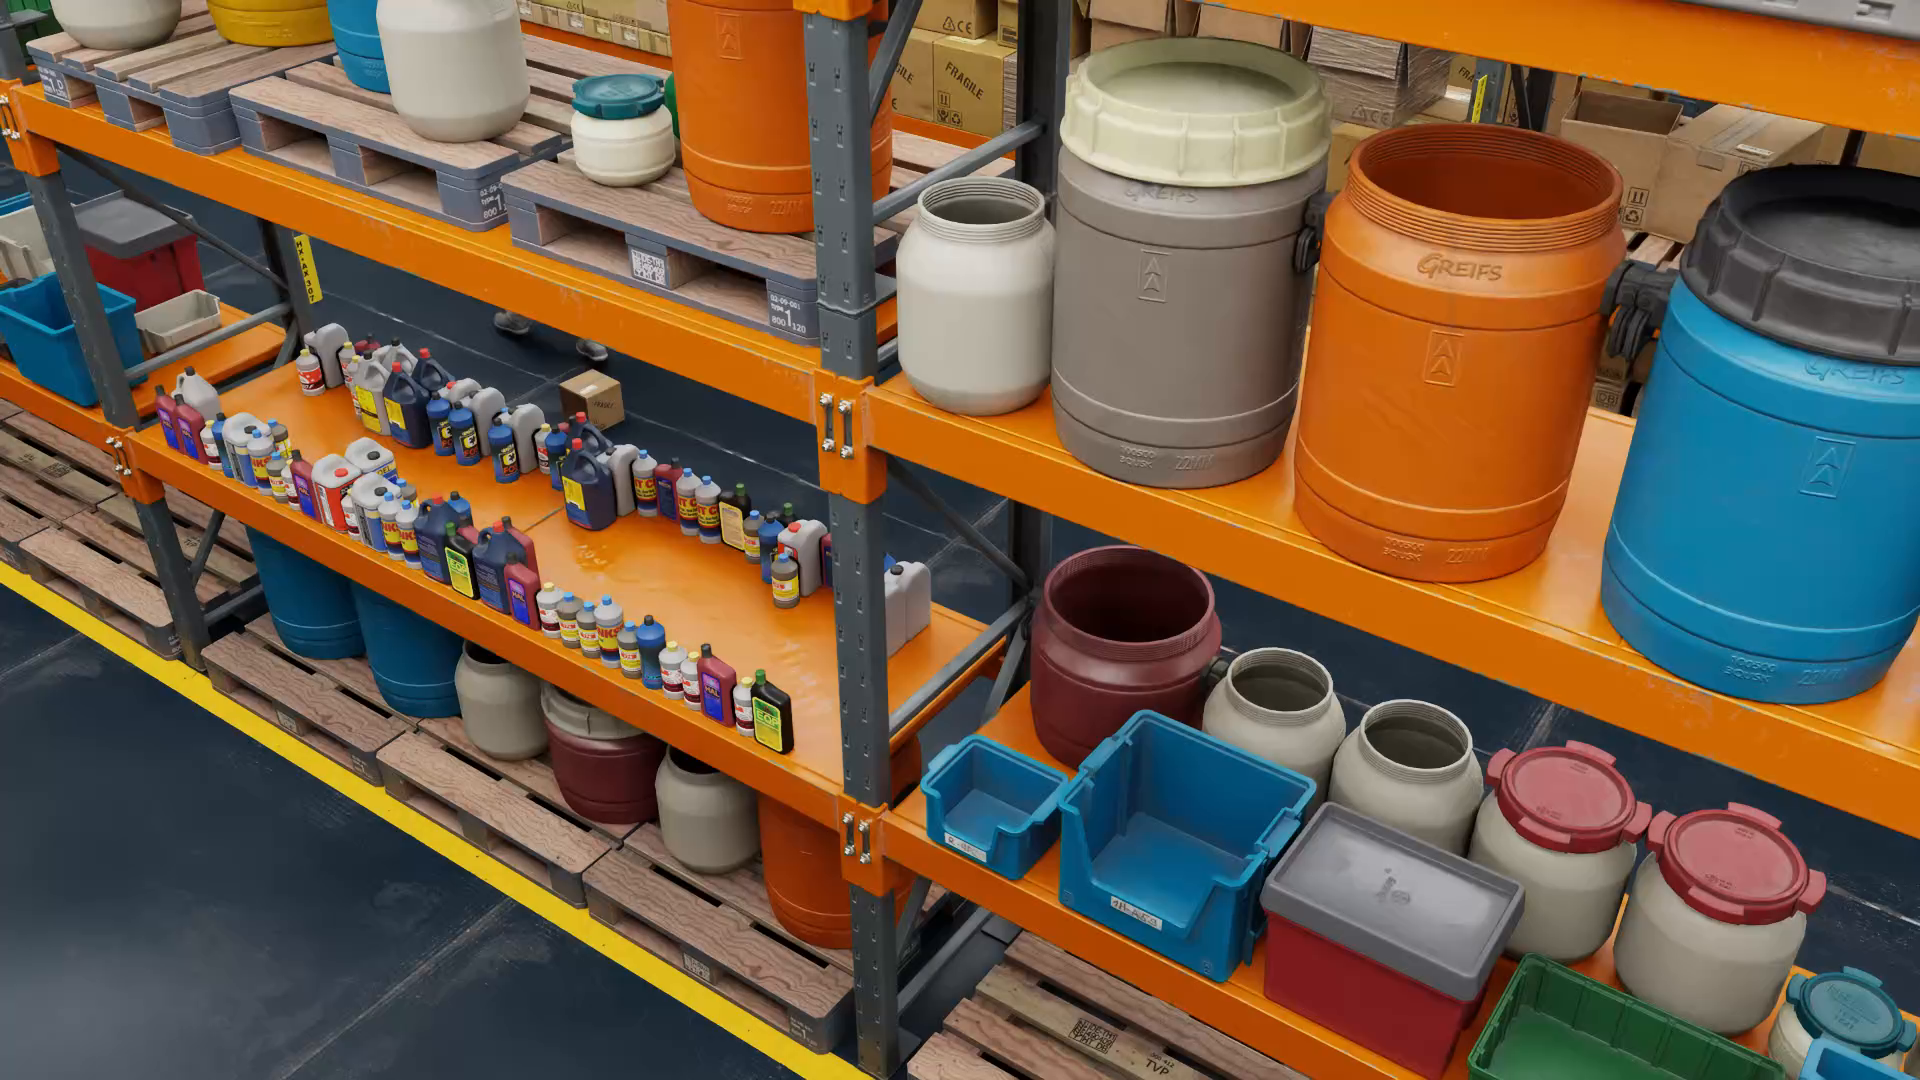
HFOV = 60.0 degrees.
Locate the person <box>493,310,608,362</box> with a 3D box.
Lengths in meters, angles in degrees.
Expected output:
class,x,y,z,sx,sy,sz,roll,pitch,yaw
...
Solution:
class,x,y,z,sx,sy,sz,roll,pitch,yaw
person,-2.530,-1.973,9.981,0.531,1.724,1.007,-26,42,-33
